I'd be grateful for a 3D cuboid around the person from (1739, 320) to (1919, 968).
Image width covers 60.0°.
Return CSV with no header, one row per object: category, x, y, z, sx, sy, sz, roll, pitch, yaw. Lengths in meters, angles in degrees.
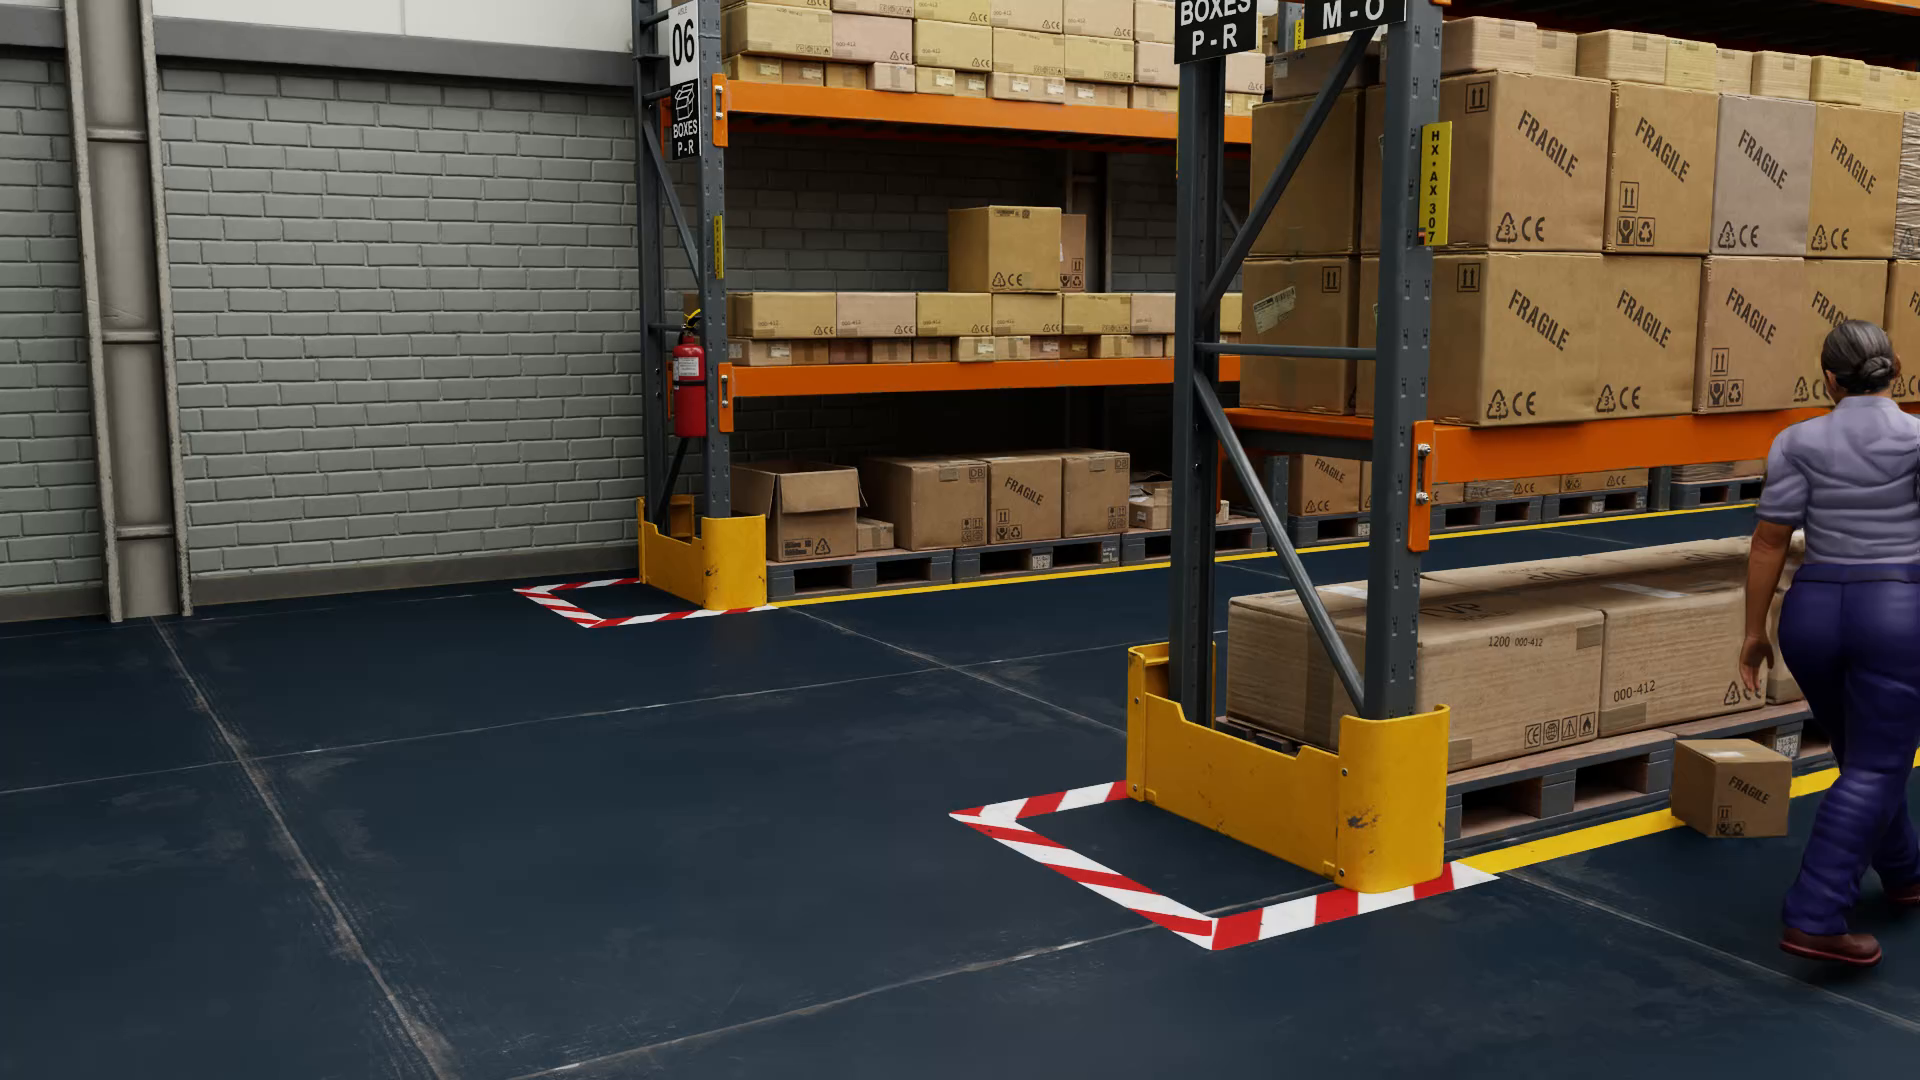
person,2.369,0.232,4.293,0.942,1.588,0.528,-6,10,-36
